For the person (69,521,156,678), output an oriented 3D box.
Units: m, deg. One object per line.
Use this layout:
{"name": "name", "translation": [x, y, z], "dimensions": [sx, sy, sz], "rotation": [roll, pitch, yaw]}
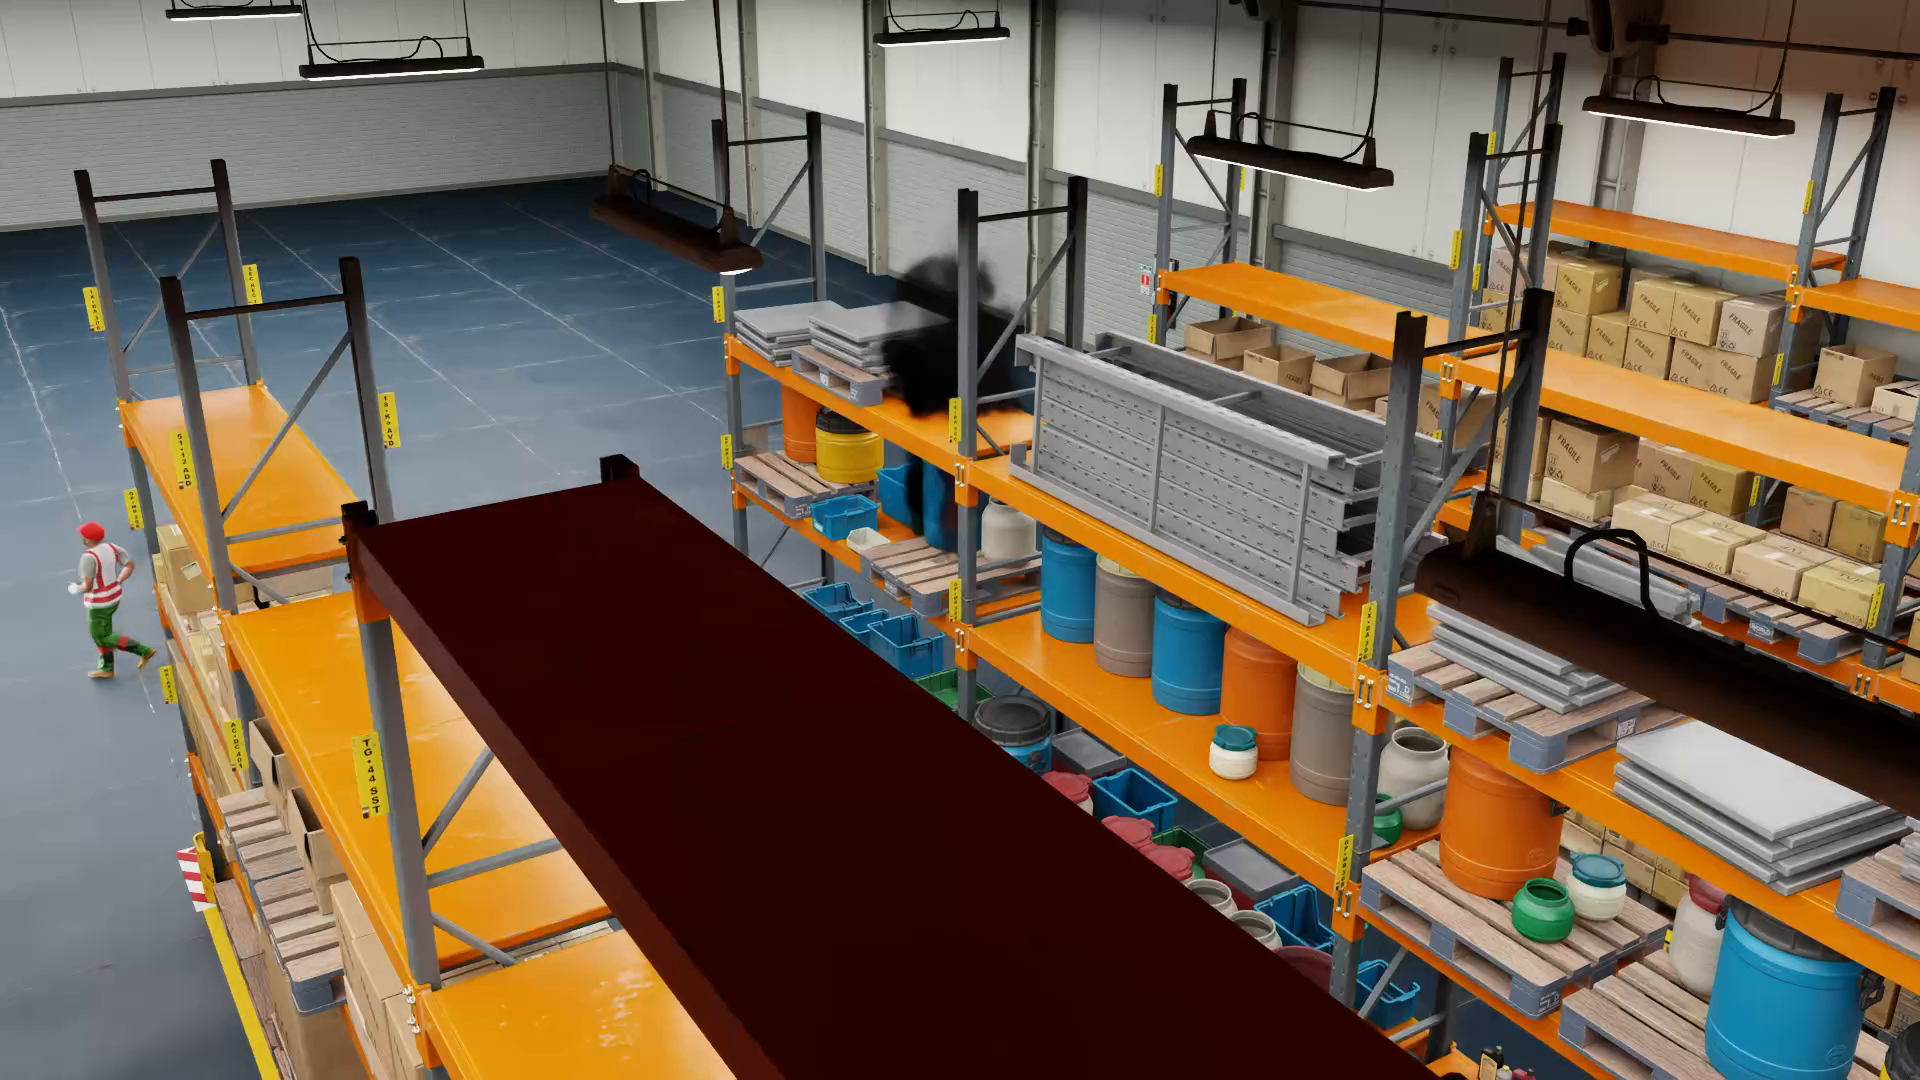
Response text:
{"name": "person", "translation": [-8.917, 0.655, 17.405], "dimensions": [0.816, 1.779, 0.646], "rotation": [2, 22, 6]}
